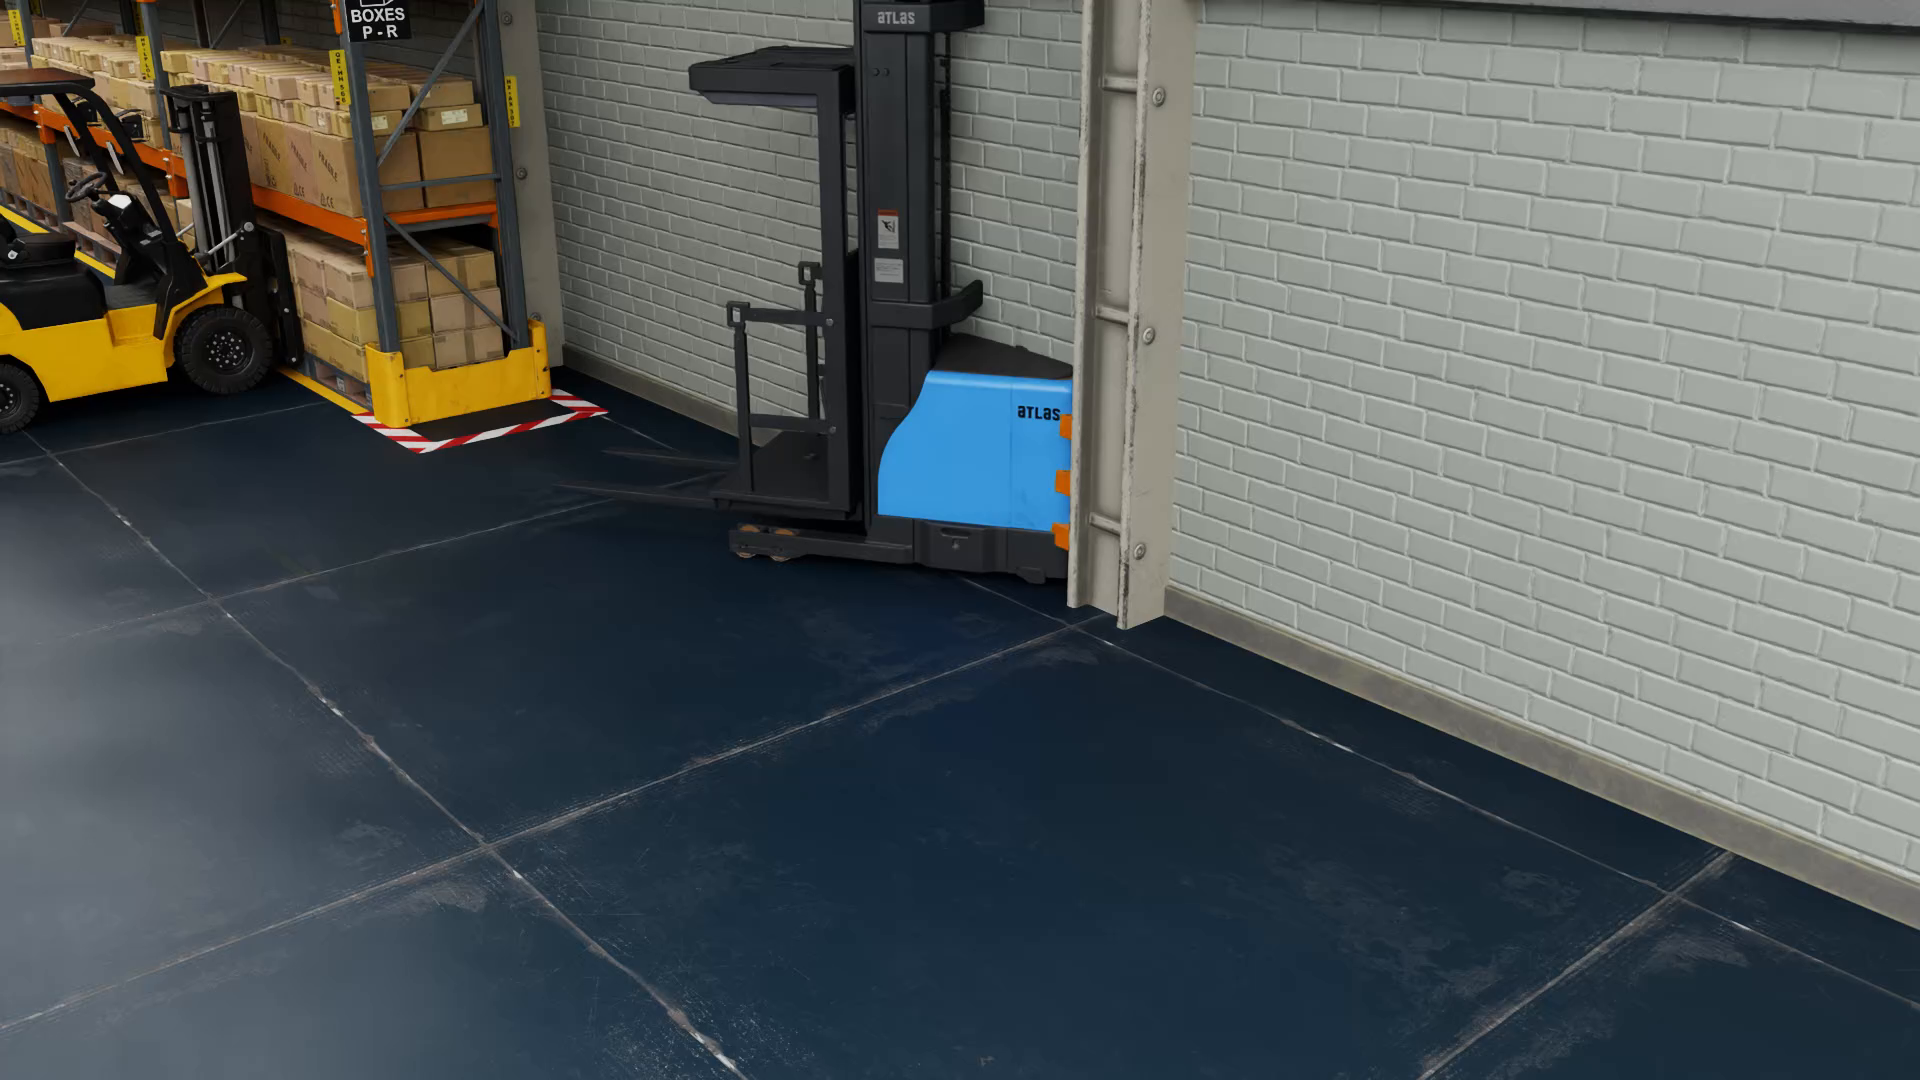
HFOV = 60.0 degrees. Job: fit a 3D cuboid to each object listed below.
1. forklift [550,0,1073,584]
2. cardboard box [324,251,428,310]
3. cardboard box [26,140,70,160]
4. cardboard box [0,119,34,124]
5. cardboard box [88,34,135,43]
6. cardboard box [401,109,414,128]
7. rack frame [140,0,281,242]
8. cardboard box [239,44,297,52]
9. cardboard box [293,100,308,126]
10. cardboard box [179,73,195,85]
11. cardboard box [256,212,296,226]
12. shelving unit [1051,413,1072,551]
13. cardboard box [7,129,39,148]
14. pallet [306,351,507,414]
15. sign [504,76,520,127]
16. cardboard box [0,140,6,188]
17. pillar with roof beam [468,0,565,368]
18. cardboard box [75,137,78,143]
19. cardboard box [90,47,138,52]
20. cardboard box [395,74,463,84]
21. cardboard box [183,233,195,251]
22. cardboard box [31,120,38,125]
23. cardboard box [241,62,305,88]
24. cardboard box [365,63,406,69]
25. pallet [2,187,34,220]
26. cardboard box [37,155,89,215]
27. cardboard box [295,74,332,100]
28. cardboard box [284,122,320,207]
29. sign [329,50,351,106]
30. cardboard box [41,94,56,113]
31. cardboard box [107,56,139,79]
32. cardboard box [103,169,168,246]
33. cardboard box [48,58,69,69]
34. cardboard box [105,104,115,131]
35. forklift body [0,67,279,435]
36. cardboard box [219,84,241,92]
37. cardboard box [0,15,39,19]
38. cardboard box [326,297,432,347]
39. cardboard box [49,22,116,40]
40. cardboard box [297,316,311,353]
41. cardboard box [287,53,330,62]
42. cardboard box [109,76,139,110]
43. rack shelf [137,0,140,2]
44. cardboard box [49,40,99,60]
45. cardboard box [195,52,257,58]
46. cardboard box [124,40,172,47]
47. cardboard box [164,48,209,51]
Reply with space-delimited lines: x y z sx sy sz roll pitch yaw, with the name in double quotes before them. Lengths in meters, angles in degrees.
"forklift" -0.712 -1.429 8.614 3.031 2.935 1.130 6 22 15
"cardboard box" -3.914 -1.745 11.149 0.500 0.250 0.500 -16 27 -36
"cardboard box" -9.315 -3.999 17.043 0.380 0.149 0.250 -19 28 -40
"cardboard box" -10.573 -4.599 18.575 0.380 0.149 0.250 -18 28 -38
"cardboard box" -8.234 -4.828 16.171 0.380 0.149 0.250 -16 27 -36
"cardboard box" -3.612 -2.868 11.167 0.380 0.149 0.250 -17 27 -37
"rack frame" -5.988 -3.416 13.593 1.000 3.000 0.127 -17 27 -37
"cardboard box" -5.551 -3.887 13.360 0.380 0.149 0.250 -17 27 -37
"cardboard box" -4.282 -2.910 11.273 0.380 0.149 0.250 -18 27 -38
"cardboard box" -5.809 -3.543 12.890 0.380 0.149 0.250 -17 27 -36
"cardboard box" -5.251 -2.310 12.593 0.500 0.250 0.500 -16 27 -36
"shelving unit" 0.578 -0.255 8.162 0.215 1.050 0.252 -16 28 -38
"cardboard box" -9.958 -4.304 17.822 0.380 0.149 0.250 -19 28 -40
"pallet" -3.908 -1.214 11.794 1.003 0.211 1.213 -17 27 -37
"sign" -2.953 -2.881 10.932 0.100 0.325 0.005 -17 27 -37
"cardboard box" -10.388 -4.187 18.413 0.500 0.500 0.500 -18 28 -39
"pillar with roof beam" -6.410 -4.486 8.099 9.100 9.000 0.400 -17 27 -37
"cardboard box" -9.394 -4.360 17.966 0.380 0.149 0.250 -18 28 -39
"cardboard box" -7.521 -4.309 14.845 0.380 0.149 0.250 -17 27 -37
"cardboard box" -3.561 -3.030 11.173 0.380 0.149 0.250 -16 27 -36
"cardboard box" -5.907 -2.357 13.398 0.500 0.250 0.500 -18 27 -38
"cardboard box" -10.411 -4.790 19.064 0.380 0.149 0.250 -17 27 -37
"cardboard box" -4.928 -3.343 11.971 0.380 0.149 0.250 -17 27 -37
"cardboard box" -4.201 -3.326 11.929 0.380 0.149 0.250 -18 28 -39
"pallet" -9.850 -3.775 18.333 1.003 0.211 1.213 -17 27 -37
"cardboard box" -9.038 -3.618 16.961 0.500 0.500 0.500 -16 27 -36
"cardboard box" -4.253 -3.060 11.249 0.380 0.149 0.250 -17 27 -37
"cardboard box" -4.229 -2.576 11.312 0.500 0.500 0.500 -16 27 -36
"sign" -3.798 -2.835 10.197 0.100 0.325 0.005 -17 27 -37
"cardboard box" -8.495 -4.271 15.980 0.500 0.250 0.500 -17 27 -37
"cardboard box" -6.954 -3.994 14.043 0.380 0.149 0.250 -19 28 -39
"cardboard box" -7.331 -3.071 15.392 0.875 0.625 0.625 -19 28 -40
"cardboard box" -8.169 -4.365 15.535 0.500 0.250 0.500 -16 27 -36
"cardboard box" -7.149 -3.705 14.537 0.500 0.250 0.500 -17 27 -37
"forklift body" -5.997 -2.005 11.155 2.313 2.155 1.214 -17 27 -37
"cardboard box" -5.166 -3.253 12.151 0.380 0.149 0.250 -19 28 -39
"cardboard box" -10.214 -5.322 17.745 0.700 0.500 0.500 -18 27 -38
"cardboard box" -3.932 -1.519 11.258 0.500 0.250 0.500 -18 28 -38
"cardboard box" -8.817 -4.943 16.778 0.500 0.500 0.500 -16 26 -35
"cardboard box" -4.561 -1.561 12.050 0.500 0.250 0.500 -17 27 -37
"cardboard box" -4.871 -3.607 12.646 0.380 0.149 0.250 -18 28 -38
"cardboard box" -6.844 -3.794 14.078 0.500 0.250 0.500 -18 28 -39
"rack shelf" -7.294 -5.030 14.588 1.077 0.370 4.000 -17 27 -37
"cardboard box" -8.252 -4.573 15.521 0.380 0.149 0.250 -17 27 -36
"cardboard box" -5.593 -3.625 12.693 0.380 0.149 0.250 -18 28 -38
"cardboard box" -7.531 -4.554 15.473 0.380 0.149 0.250 -18 27 -38
"cardboard box" -6.848 -4.278 14.766 0.380 0.149 0.250 -18 27 -38
